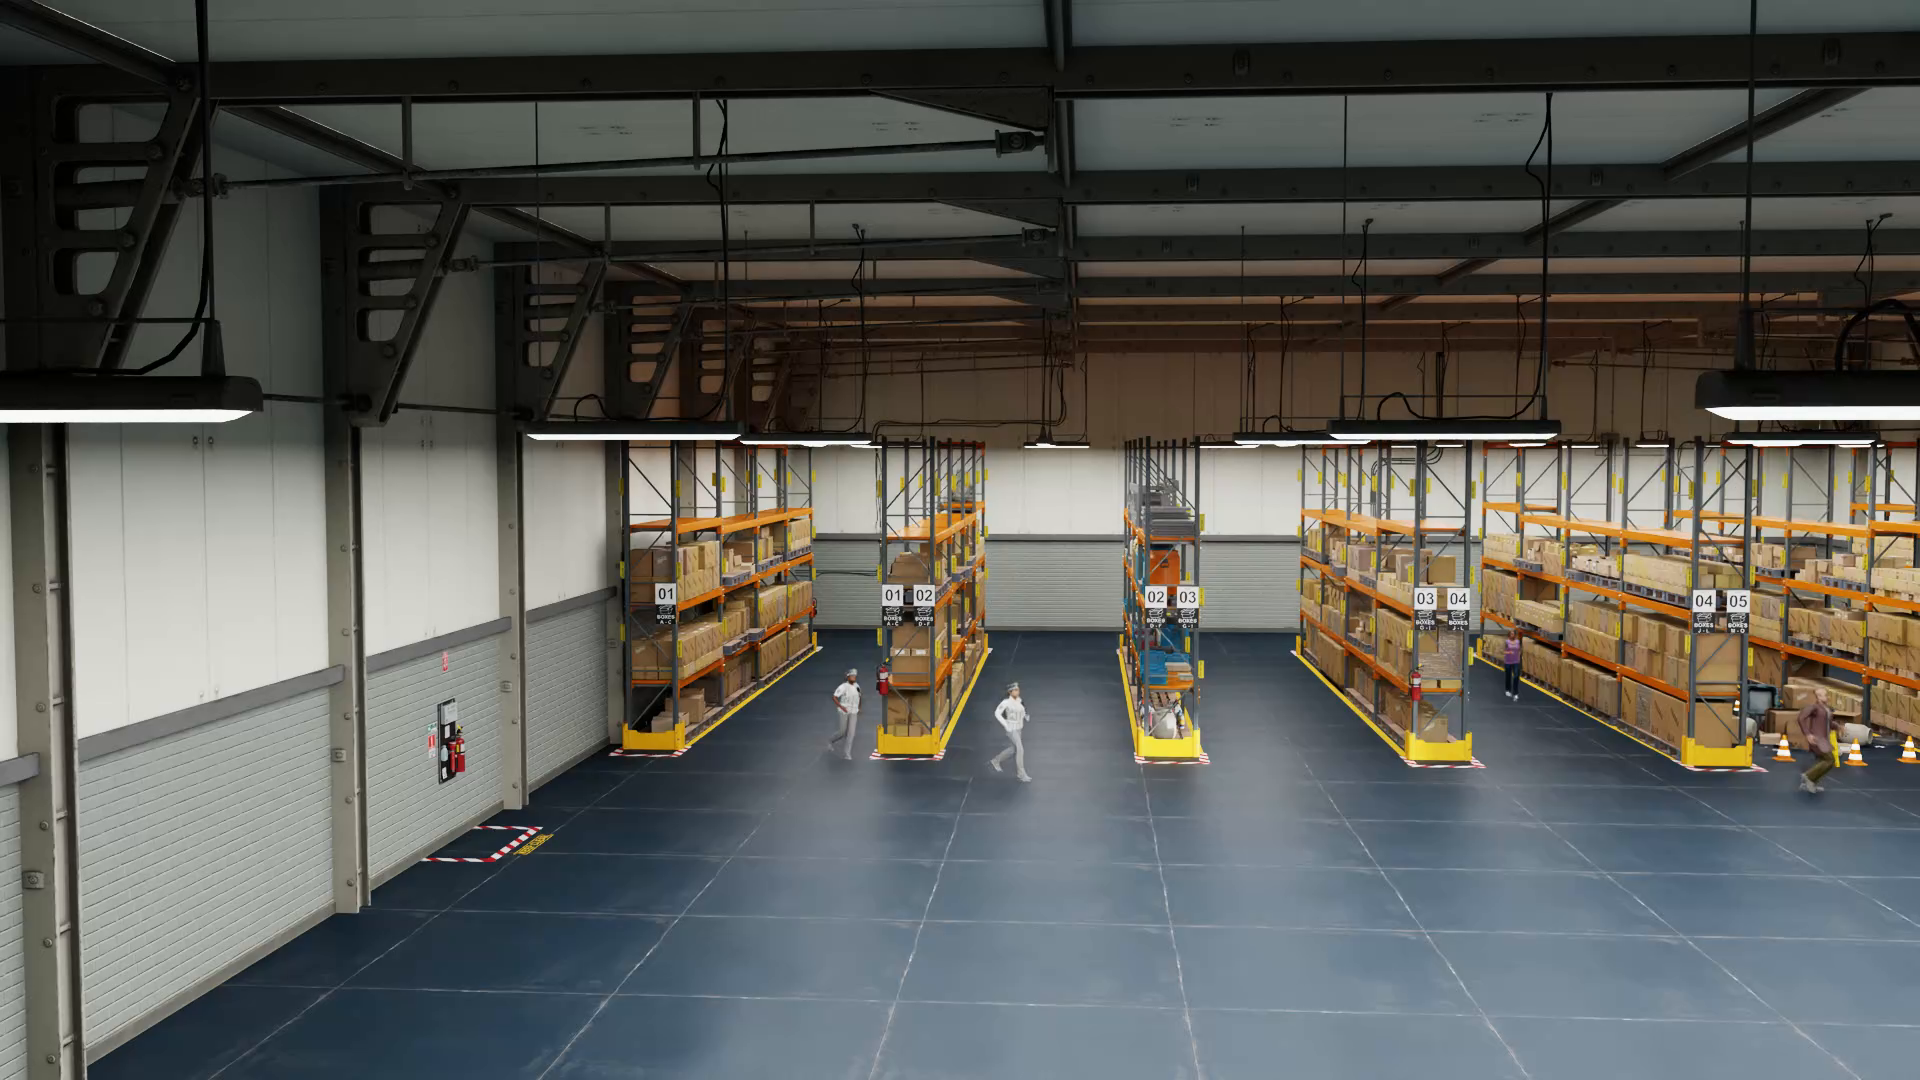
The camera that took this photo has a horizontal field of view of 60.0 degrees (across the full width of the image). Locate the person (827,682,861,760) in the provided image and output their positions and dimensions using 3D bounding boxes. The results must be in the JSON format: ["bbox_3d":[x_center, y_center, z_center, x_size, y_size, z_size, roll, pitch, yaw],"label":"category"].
[{"bbox_3d":[-2.082,3.352,31.109,0.619,1.405,0.828,-2,4,-32],"label":"person"}]

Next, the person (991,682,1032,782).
[{"bbox_3d":[0.913,3.324,29.054,0.860,1.711,0.603,2,4,35],"label":"person"}]

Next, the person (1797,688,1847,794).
[{"bbox_3d":[14.415,3.356,27.790,0.714,1.752,0.678,-3,4,-44],"label":"person"}]

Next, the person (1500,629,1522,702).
[{"bbox_3d":[12.712,2.868,38.338,0.529,1.630,0.690,0,3,7],"label":"person"}]
